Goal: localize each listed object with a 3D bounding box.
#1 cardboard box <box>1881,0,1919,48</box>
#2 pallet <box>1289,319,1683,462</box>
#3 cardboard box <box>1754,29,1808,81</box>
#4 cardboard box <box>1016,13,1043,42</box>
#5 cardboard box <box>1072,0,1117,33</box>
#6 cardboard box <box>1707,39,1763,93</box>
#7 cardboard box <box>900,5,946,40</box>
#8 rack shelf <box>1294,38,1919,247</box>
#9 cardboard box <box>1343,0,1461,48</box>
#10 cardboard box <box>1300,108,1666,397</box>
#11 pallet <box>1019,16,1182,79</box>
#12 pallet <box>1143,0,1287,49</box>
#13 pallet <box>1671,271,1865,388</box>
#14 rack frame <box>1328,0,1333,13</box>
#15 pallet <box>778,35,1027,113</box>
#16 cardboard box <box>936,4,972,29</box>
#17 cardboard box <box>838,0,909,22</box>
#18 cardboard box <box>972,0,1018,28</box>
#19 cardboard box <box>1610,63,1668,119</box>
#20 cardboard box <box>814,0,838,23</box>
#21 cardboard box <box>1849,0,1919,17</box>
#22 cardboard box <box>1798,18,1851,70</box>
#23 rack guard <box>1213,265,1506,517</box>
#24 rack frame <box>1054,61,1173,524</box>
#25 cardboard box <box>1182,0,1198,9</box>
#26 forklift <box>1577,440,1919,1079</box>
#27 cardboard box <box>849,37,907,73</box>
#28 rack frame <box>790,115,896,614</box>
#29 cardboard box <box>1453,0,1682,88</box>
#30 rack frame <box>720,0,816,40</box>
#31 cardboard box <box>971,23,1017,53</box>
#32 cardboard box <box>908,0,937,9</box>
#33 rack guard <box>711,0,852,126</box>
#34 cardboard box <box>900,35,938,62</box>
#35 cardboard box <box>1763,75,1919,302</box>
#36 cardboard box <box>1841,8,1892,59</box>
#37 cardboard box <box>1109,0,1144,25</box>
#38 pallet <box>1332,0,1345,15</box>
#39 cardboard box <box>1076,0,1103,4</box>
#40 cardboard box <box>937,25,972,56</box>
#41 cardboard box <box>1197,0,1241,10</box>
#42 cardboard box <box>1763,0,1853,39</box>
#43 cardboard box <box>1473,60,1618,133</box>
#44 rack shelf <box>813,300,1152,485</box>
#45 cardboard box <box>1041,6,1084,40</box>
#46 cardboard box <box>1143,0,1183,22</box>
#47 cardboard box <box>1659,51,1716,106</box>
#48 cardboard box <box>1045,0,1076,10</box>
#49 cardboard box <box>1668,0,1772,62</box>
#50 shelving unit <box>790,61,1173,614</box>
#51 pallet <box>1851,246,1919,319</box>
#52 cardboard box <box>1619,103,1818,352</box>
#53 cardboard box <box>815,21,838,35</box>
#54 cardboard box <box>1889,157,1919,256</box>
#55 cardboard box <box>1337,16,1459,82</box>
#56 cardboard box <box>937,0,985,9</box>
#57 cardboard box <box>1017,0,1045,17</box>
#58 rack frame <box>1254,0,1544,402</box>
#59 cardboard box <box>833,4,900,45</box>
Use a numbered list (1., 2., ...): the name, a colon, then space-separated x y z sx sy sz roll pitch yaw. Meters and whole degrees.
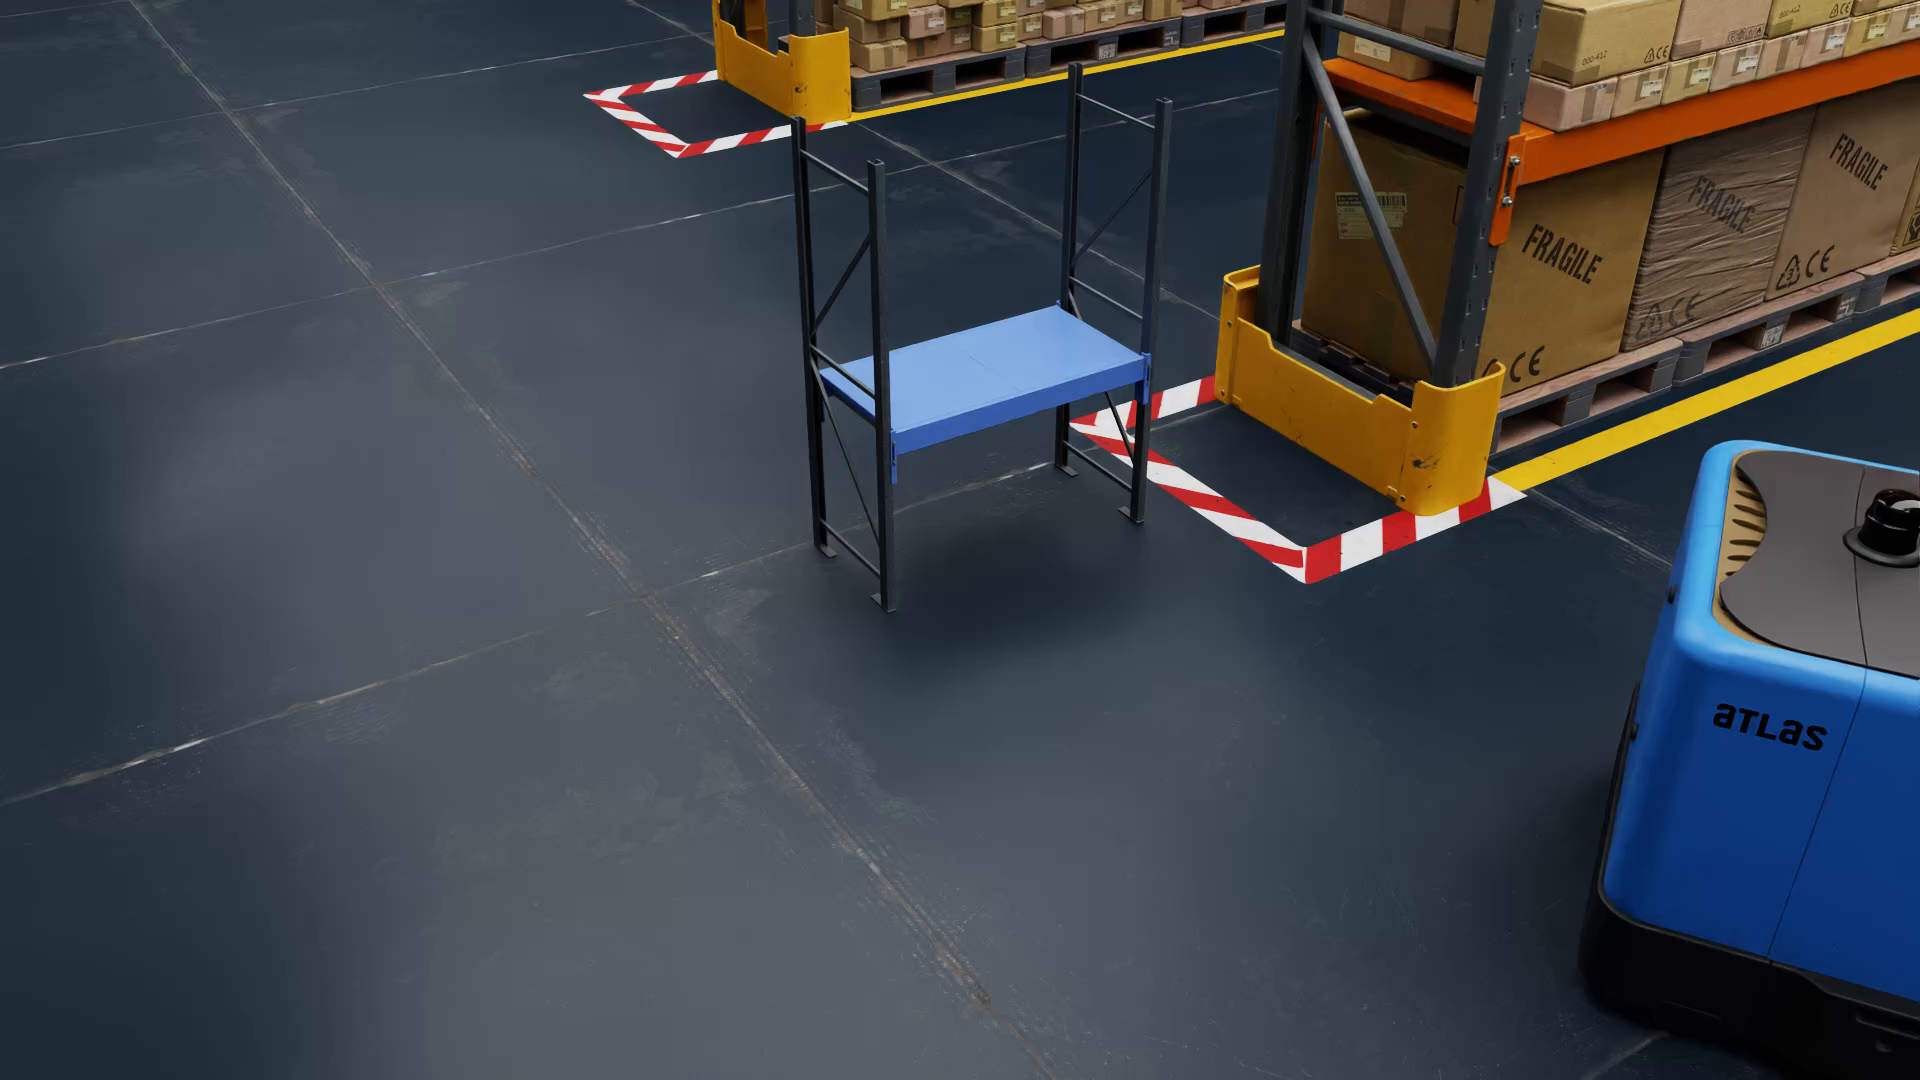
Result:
1. cardboard box: 3.463 -2.027 6.387 0.250 0.149 0.380 -18 37 -27
2. pallet: 2.104 -0.743 6.730 1.213 0.211 1.003 -19 37 -27
3. cardboard box: 2.814 -1.803 6.032 0.250 0.149 0.380 -20 37 -28
4. cardboard box: 0.303 -3.218 10.318 0.250 0.149 0.380 -19 37 -27
5. cardboard box: 0.778 -3.343 10.516 0.250 0.149 0.380 -19 37 -27
6. cardboard box: 2.600 -1.730 5.916 0.250 0.149 0.380 -20 37 -28
7. cardboard box: -0.288 -3.098 9.849 0.250 0.149 0.380 -19 37 -27
8. rack shelf: 3.155 -1.930 6.673 4.000 0.370 1.077 -19 37 -27
9. cardboard box: 1.738 -1.978 5.936 0.500 0.250 0.500 -20 37 -28
10. cardboard box: 1.969 -1.156 6.369 0.875 0.875 0.875 -19 37 -27
11. pallet: 0.662 -3.322 10.818 1.213 0.211 1.003 -19 37 -27
12. pallet: 1.688 -3.677 11.381 1.213 0.211 1.003 -19 37 -27
13. pallet: 3.128 -1.094 7.286 1.213 0.211 1.003 -19 37 -27
14. rack frame: 2.234 -5.066 10.970 0.127 3.000 1.000 -19 37 -27
15. pallet: -0.363 -2.971 10.263 1.213 0.211 1.003 -19 37 -27
16. cardboard box: -0.130 -3.208 10.024 0.250 0.149 0.380 -18 37 -27
17. cardboard box: -0.504 -3.132 9.625 0.250 0.149 0.380 -21 38 -29
18. cardboard box: 0.144 -3.234 10.064 0.250 0.149 0.380 -18 36 -26
19. cardboard box: 2.166 -1.580 5.678 0.250 0.149 0.380 -20 37 -28
20. cardboard box: -0.839 -3.288 10.151 0.250 0.149 0.380 -20 37 -29
21. cardboard box: 3.317 -2.187 6.266 0.500 0.250 0.500 -20 37 -28
22. cardboard box: 3.031 -1.878 6.150 0.250 0.149 0.380 -19 37 -28
23. rack guard: 1.454 -0.592 6.220 0.348 0.500 1.175 -19 37 -27
24. rack frame: 0.499 -0.806 5.622 0.032 1.500 0.500 -19 37 -27
25. cardboard box: 1.351 -3.607 10.935 0.250 0.149 0.380 -20 37 -28
26. forklift: 3.045 -0.039 3.065 3.031 2.935 1.130 14 35 21
27. cardboard box: -0.515 -2.890 9.798 0.250 0.149 0.380 -18 37 -26
28. rack frame: -0.356 -0.512 5.156 0.032 1.500 0.500 -19 37 -27
29. cardboard box: 2.024 -1.736 5.553 0.500 0.250 0.500 -20 37 -28
30. rack frame: -1.128 -3.910 9.137 0.127 3.000 1.000 -19 37 -27
31. cardboard box: 0.140 -3.102 10.134 0.250 0.149 0.380 -18 37 -27
32. cardboard box: -0.337 -3.266 9.837 0.250 0.149 0.380 -18 37 -26
33. rack guard: -1.065 -2.875 9.838 0.348 0.500 1.175 -19 37 -27
34. cardboard box: -0.339 -3.002 9.976 0.250 0.149 0.380 -19 37 -27
35. cardboard box: 3.481 -1.677 7.194 0.875 0.875 0.875 -19 37 -27
36. cardboard box: 3.243 -1.950 6.265 0.250 0.149 0.380 -20 37 -28
37. cardboard box: 0.963 -3.427 10.650 0.250 0.149 0.380 -18 37 -26
38. pallet: 2.887 -4.112 12.071 1.213 0.211 1.003 -19 37 -27
39. cardboard box: 0.754 -3.524 10.524 0.250 0.149 0.380 -17 36 -25
40. cardboard box: -0.134 -3.077 10.095 0.250 0.149 0.380 -19 37 -27
41. cardboard box: 1.638 -3.629 10.970 0.250 0.149 0.380 -20 38 -29
42. cardboard box: 2.881 -2.033 6.024 0.500 0.250 0.500 -20 38 -29
43. cardboard box: 1.951 -1.505 5.559 0.250 0.149 0.380 -19 37 -27
44. rack shelf: 0.072 -0.507 5.485 1.000 0.185 0.538 -19 37 -27
45. cardboard box: 0.560 -3.251 10.371 0.250 0.149 0.380 -21 38 -30
46. cardboard box: 1.219 -3.473 10.722 0.250 0.149 0.380 -19 37 -27
47. cardboard box: 2.381 -1.654 5.796 0.250 0.149 0.380 -20 37 -28
48. cardboard box: 0.521 -3.450 10.407 0.250 0.149 0.380 -17 36 -25
49. cardboard box: 2.457 -1.890 5.796 0.500 0.250 0.500 -19 37 -28
50. shelving unit: 0.072 -0.659 5.389 1.048 1.500 0.538 -19 37 -27
51. pallet: 4.155 -1.449 7.849 1.213 0.211 1.003 -19 37 -27
52. cardboard box: 2.733 -1.419 6.786 0.875 0.875 0.875 -19 37 -27
53. cardboard box: -0.799 -3.127 10.175 0.250 0.149 0.380 -18 37 -26
54. cardboard box: 4.238 -1.937 7.607 0.875 0.875 0.875 -19 37 -27
55. cardboard box: 1.595 -1.801 6.029 0.250 0.149 0.380 -18 37 -26
56. cardboard box: -0.056 -3.281 9.861 0.250 0.149 0.380 -19 37 -27
57. cardboard box: 0.316 -3.353 10.253 0.250 0.149 0.380 -21 38 -29
58. rack frame: 1.474 -1.656 5.564 0.127 3.000 1.000 -19 37 -27
59. cardboard box: -0.549 -3.044 9.763 0.250 0.149 0.380 -17 36 -25
